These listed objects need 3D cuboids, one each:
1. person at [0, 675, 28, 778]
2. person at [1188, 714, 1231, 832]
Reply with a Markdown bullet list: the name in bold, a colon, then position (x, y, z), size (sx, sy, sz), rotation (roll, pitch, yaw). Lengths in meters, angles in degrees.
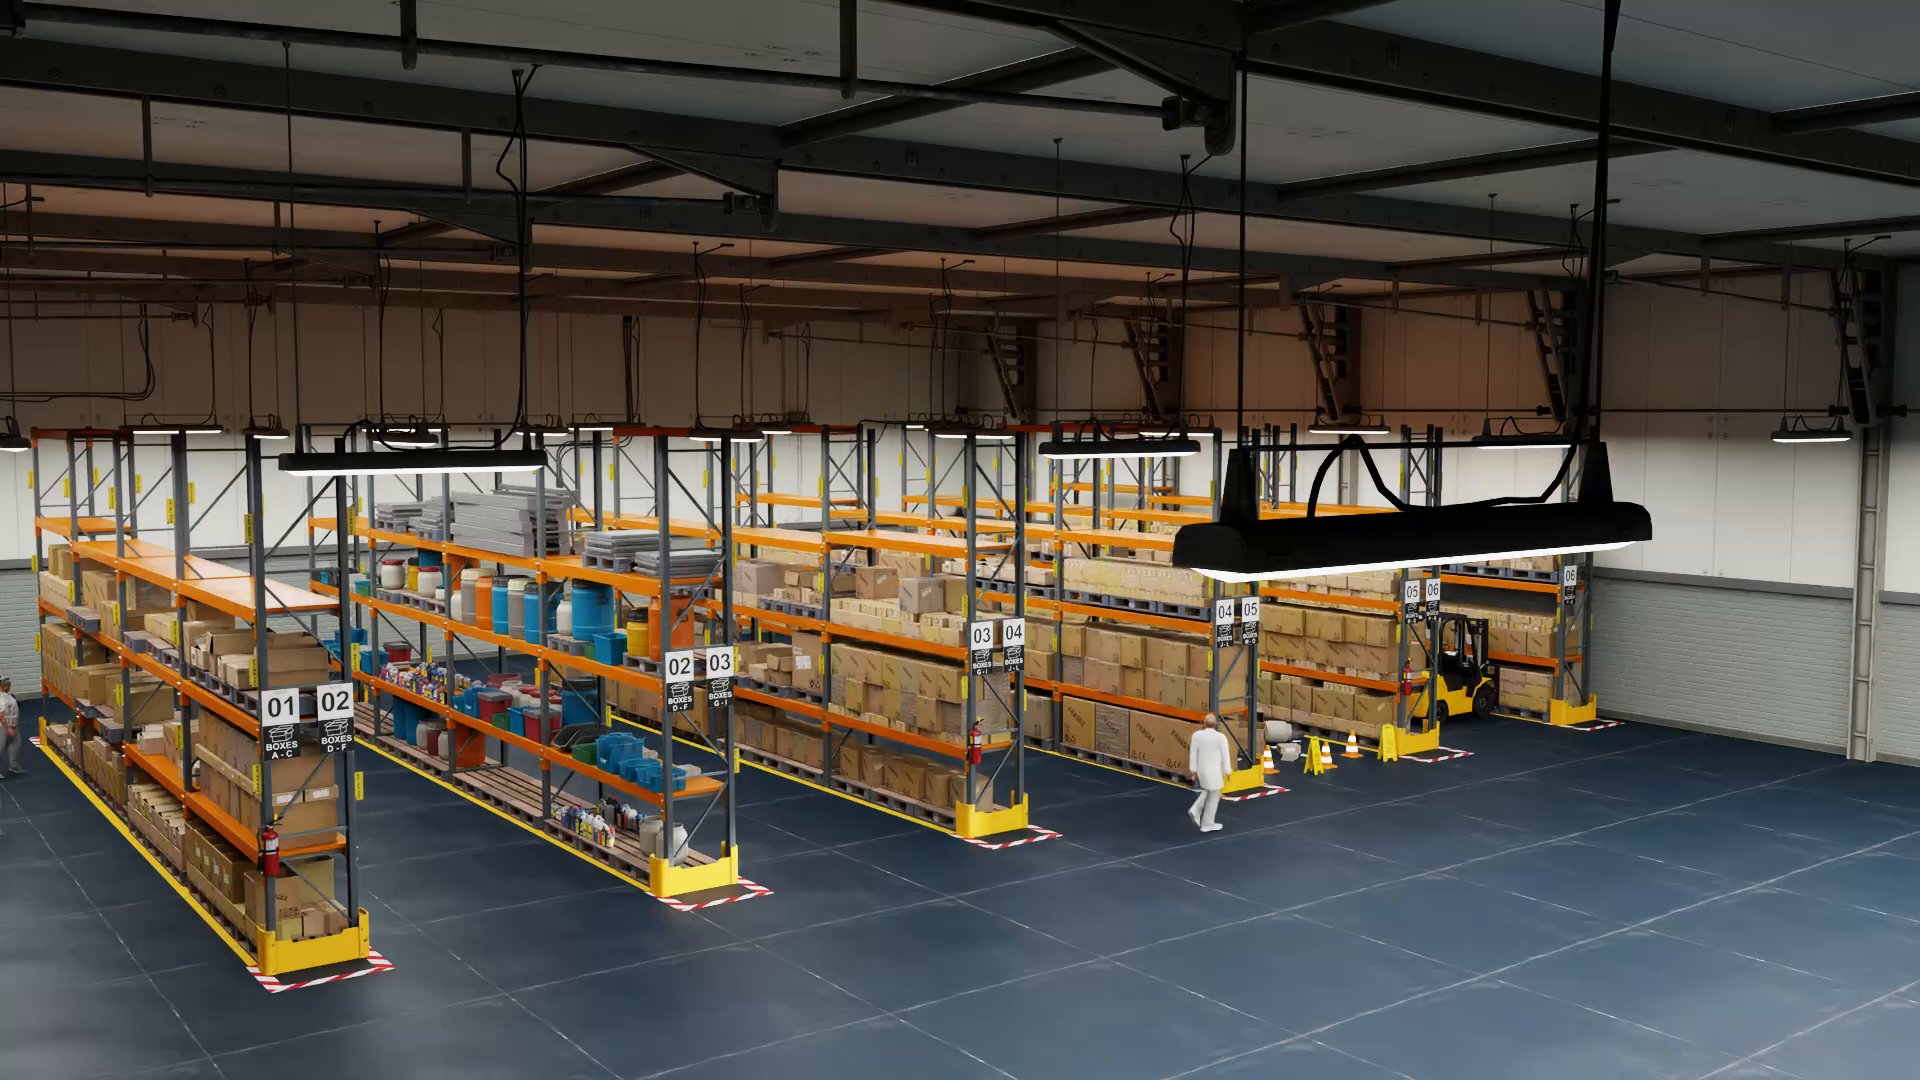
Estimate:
- **person**: position (-16.463, 3.229, 28.745), size (0.499, 1.815, 0.697), rotation (0, 5, -6)
- **person**: position (3.725, 3.473, 24.899), size (0.544, 1.768, 0.581), rotation (-3, 5, -30)
